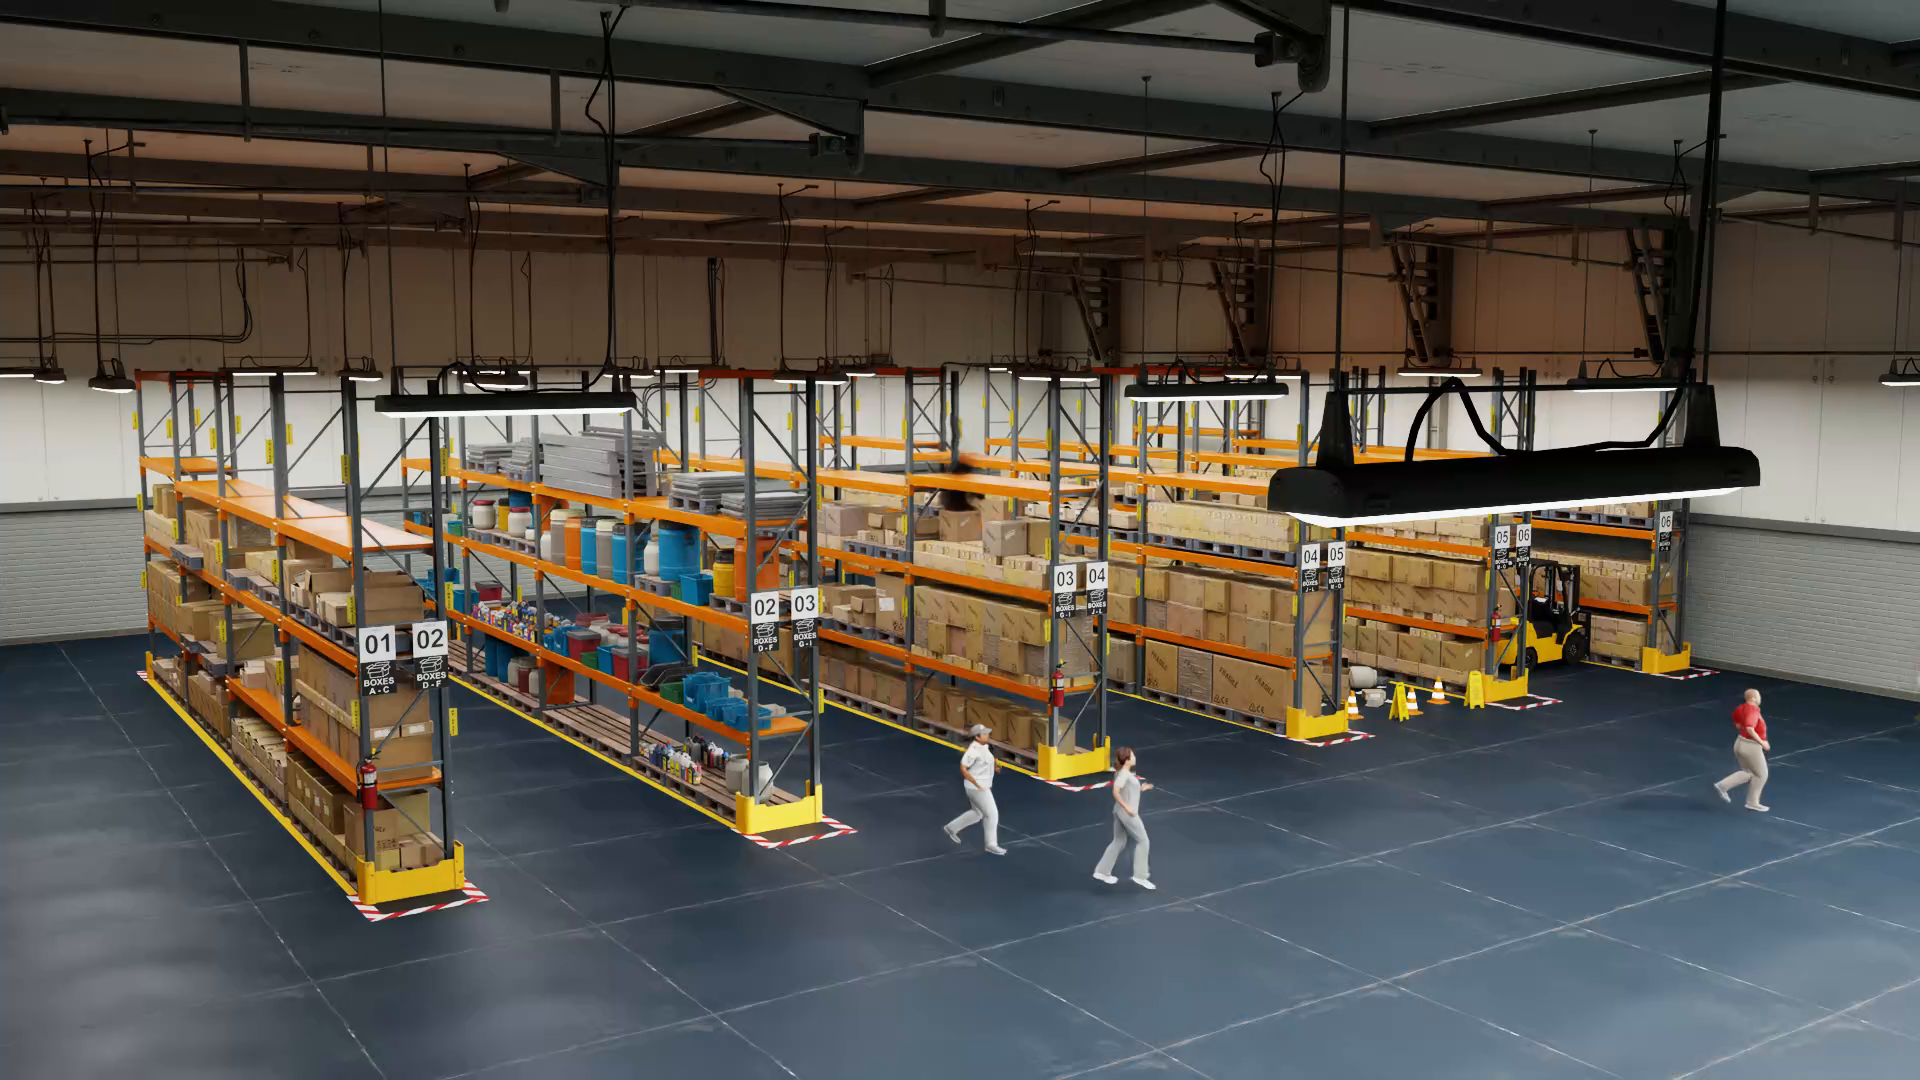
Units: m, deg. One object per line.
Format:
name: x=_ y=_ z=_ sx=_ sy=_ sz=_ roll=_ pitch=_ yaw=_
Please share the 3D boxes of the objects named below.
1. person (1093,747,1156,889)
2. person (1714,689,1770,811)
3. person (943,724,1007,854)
person: x=1.942 y=3.281 z=19.612 sx=0.740 sy=1.716 sz=0.549 roll=-1 pitch=7 yaw=-12
person: x=10.873 y=2.901 z=23.006 sx=0.710 sy=1.712 sz=0.672 roll=0 pitch=6 yaw=3
person: x=0.202 y=3.152 z=21.074 sx=0.805 sy=1.664 sz=0.598 roll=0 pitch=6 yaw=4
